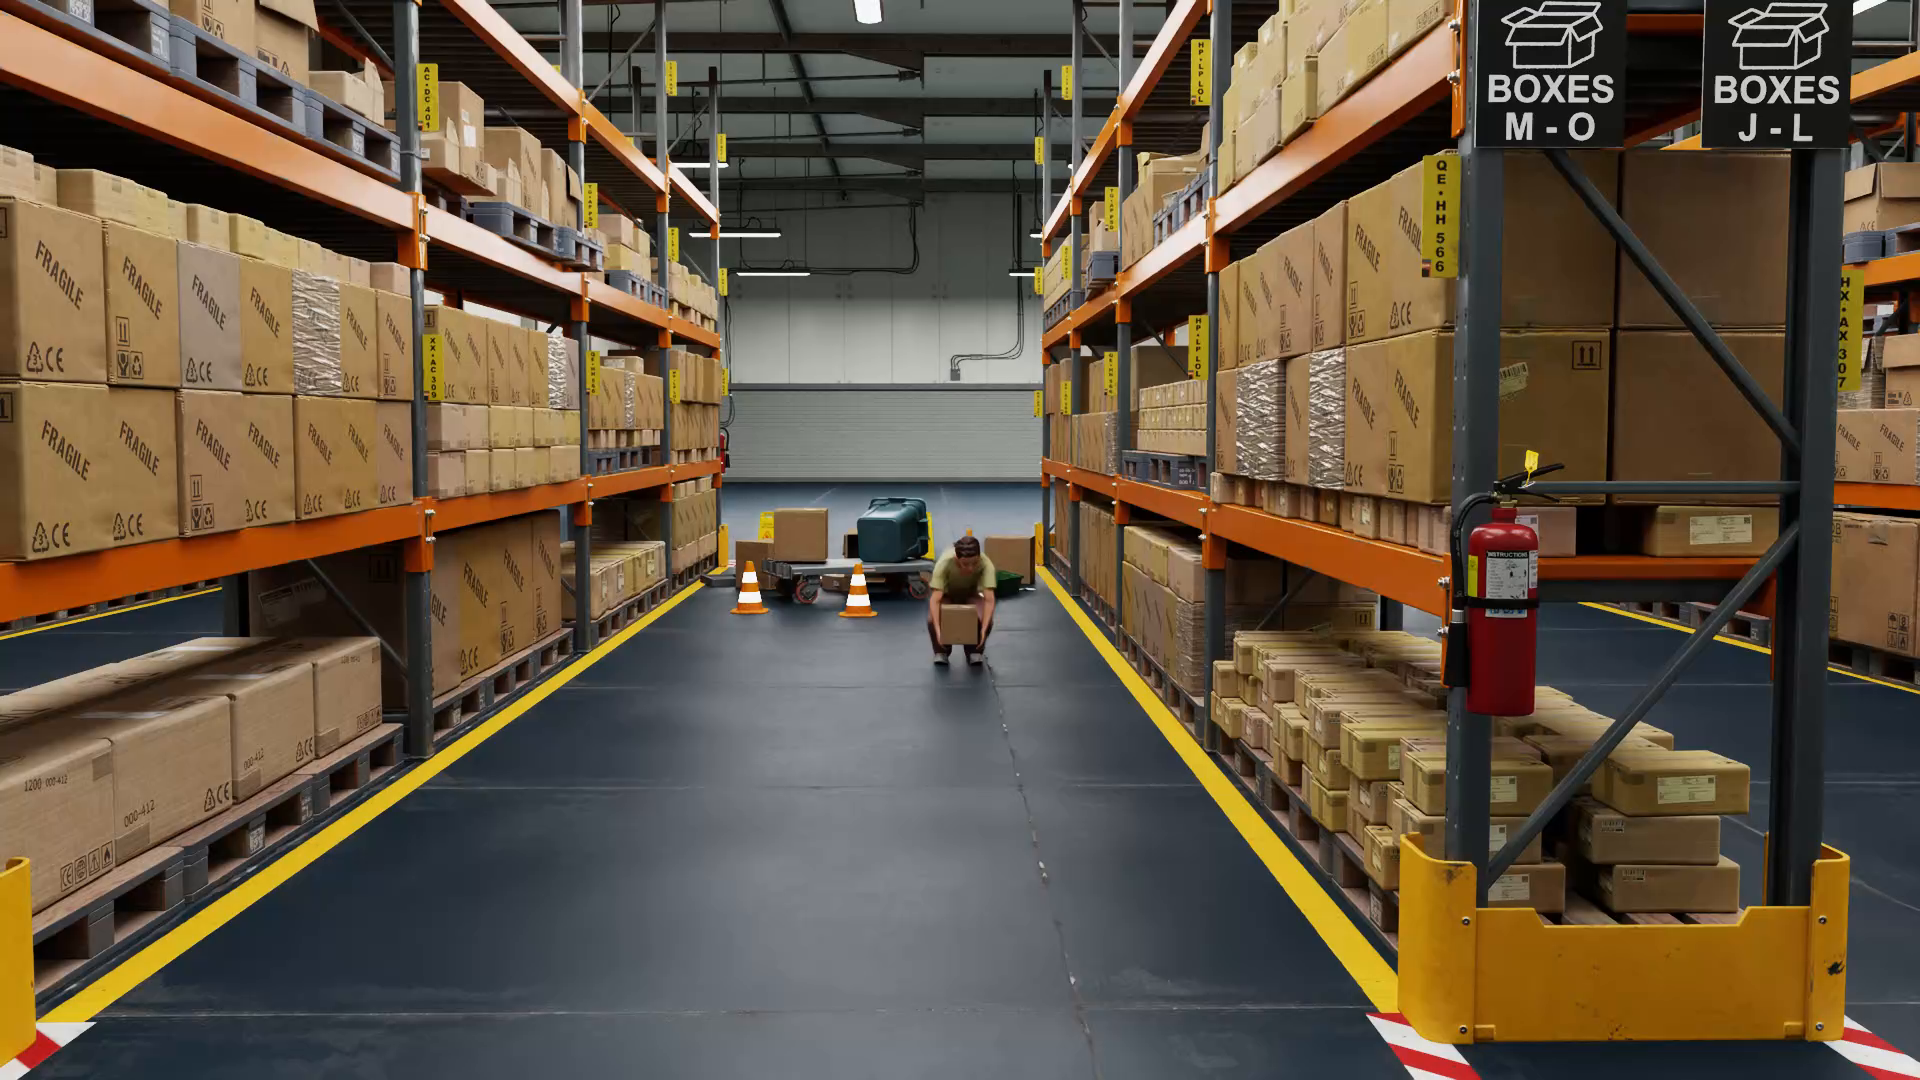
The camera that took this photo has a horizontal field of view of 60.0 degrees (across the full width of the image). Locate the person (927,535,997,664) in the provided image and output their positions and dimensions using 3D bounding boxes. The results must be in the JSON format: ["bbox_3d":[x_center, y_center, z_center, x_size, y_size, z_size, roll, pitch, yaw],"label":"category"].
[{"bbox_3d":[0.011,0.419,11.770,0.490,0.937,0.795,0,4,-1],"label":"person"}]
